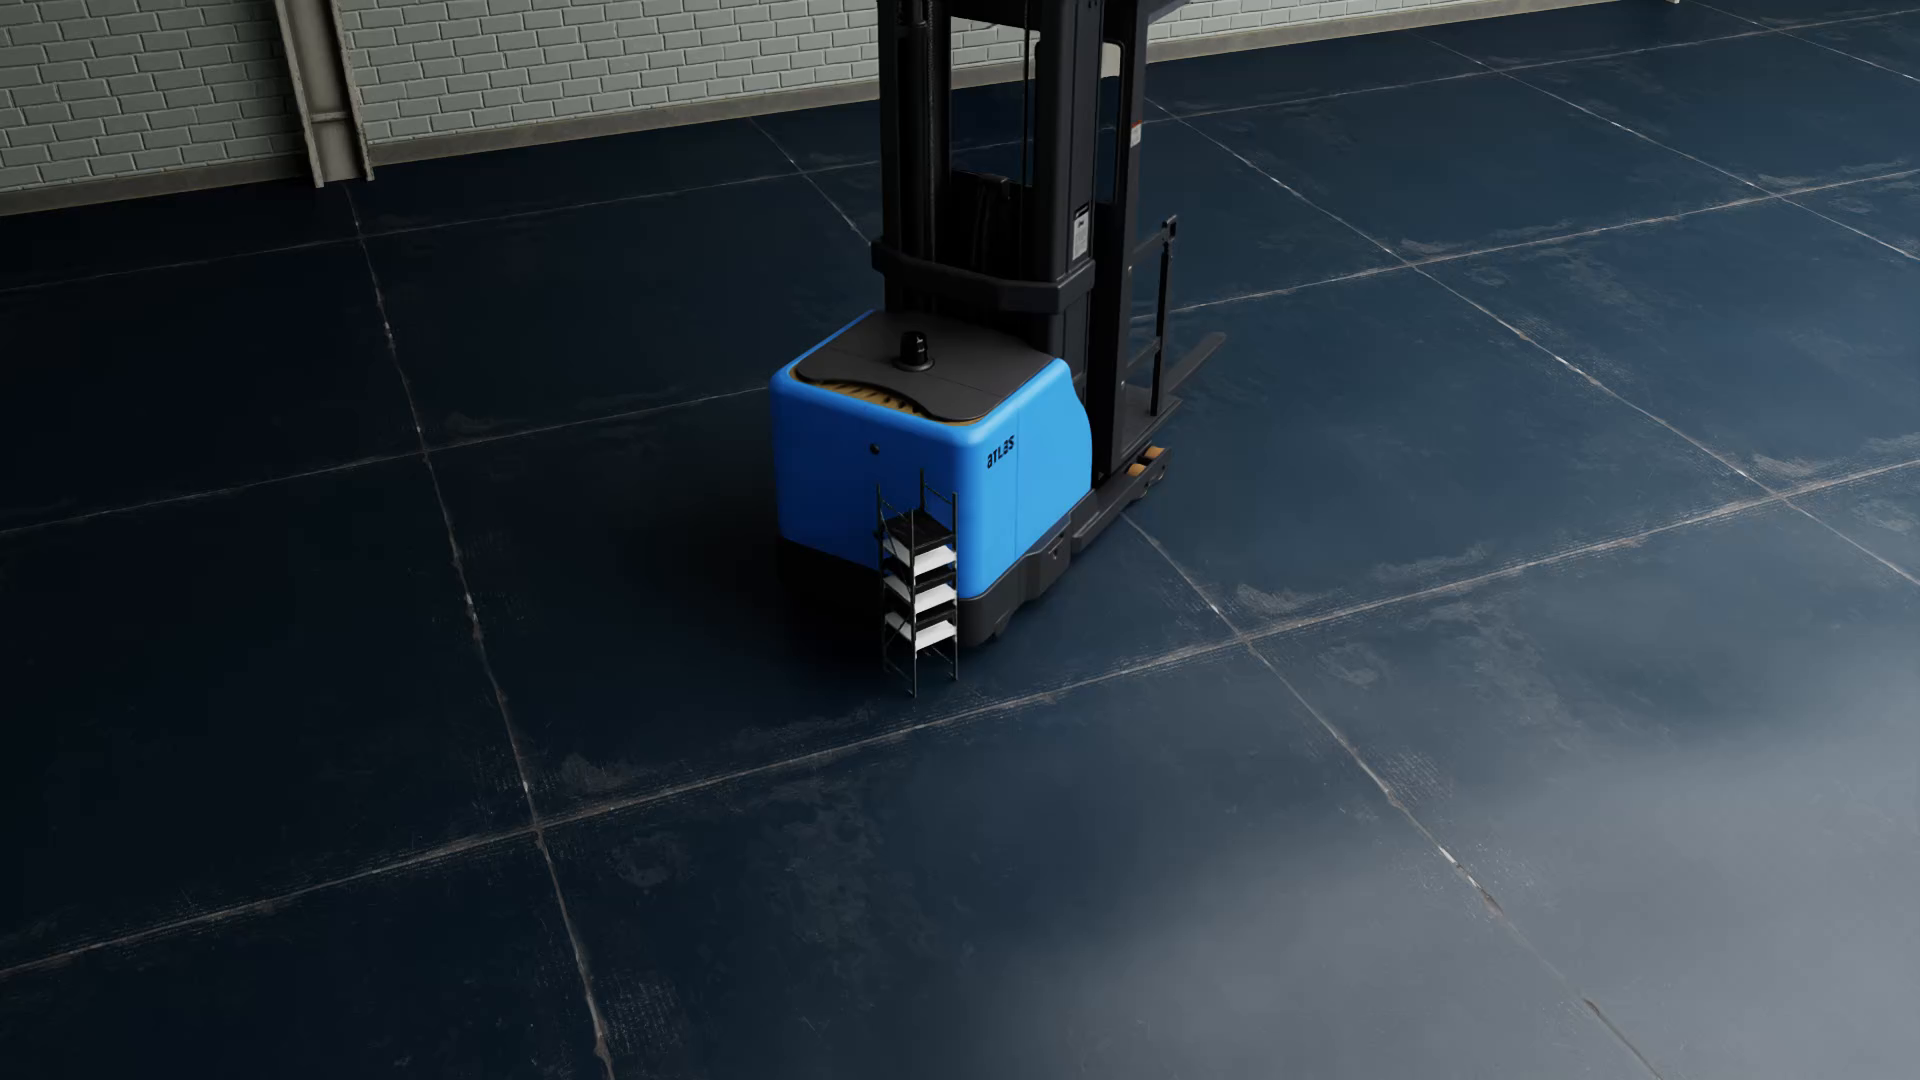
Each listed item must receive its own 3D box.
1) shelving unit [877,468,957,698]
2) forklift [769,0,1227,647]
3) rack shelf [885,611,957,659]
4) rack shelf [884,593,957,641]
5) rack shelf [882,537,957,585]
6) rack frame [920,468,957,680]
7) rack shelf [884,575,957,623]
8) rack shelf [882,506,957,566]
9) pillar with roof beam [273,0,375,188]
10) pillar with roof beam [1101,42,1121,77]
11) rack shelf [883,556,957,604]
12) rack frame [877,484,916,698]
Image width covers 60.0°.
[{"bbox_3d":[-0.168,0.180,6.649,0.210,0.900,0.258,-21,39,-29],"label":"shelving unit"},{"bbox_3d":[0.388,-1.553,7.449,1.130,2.935,3.031,18,37,26],"label":"forklift"},{"bbox_3d":[-0.168,0.359,6.765,0.200,0.077,0.258,-21,39,-29],"label":"rack shelf"},{"bbox_3d":[-0.168,0.283,6.716,0.200,0.077,0.258,-21,39,-29],"label":"rack shelf"},{"bbox_3d":[-0.168,0.057,6.569,0.200,0.077,0.258,-21,39,-29],"label":"rack shelf"},{"bbox_3d":[-0.086,0.147,6.699,0.006,0.900,0.240,-21,39,-29],"label":"rack frame"},{"bbox_3d":[-0.168,0.208,6.667,0.200,0.077,0.258,-21,39,-29],"label":"rack shelf"},{"bbox_3d":[-0.168,-0.019,6.520,0.200,0.077,0.258,-21,39,-29],"label":"rack shelf"},{"bbox_3d":[-2.665,-4.159,5.891,0.400,9.000,9.100,-13,35,-19],"label":"pillar with roof beam"},{"bbox_3d":[2.867,-5.426,7.838,0.400,9.000,9.100,-13,35,-19],"label":"pillar with roof beam"},{"bbox_3d":[-0.168,0.132,6.618,0.200,0.077,0.258,-21,39,-29],"label":"rack shelf"},{"bbox_3d":[-0.250,0.212,6.599,0.006,0.900,0.240,-21,39,-29],"label":"rack frame"}]
